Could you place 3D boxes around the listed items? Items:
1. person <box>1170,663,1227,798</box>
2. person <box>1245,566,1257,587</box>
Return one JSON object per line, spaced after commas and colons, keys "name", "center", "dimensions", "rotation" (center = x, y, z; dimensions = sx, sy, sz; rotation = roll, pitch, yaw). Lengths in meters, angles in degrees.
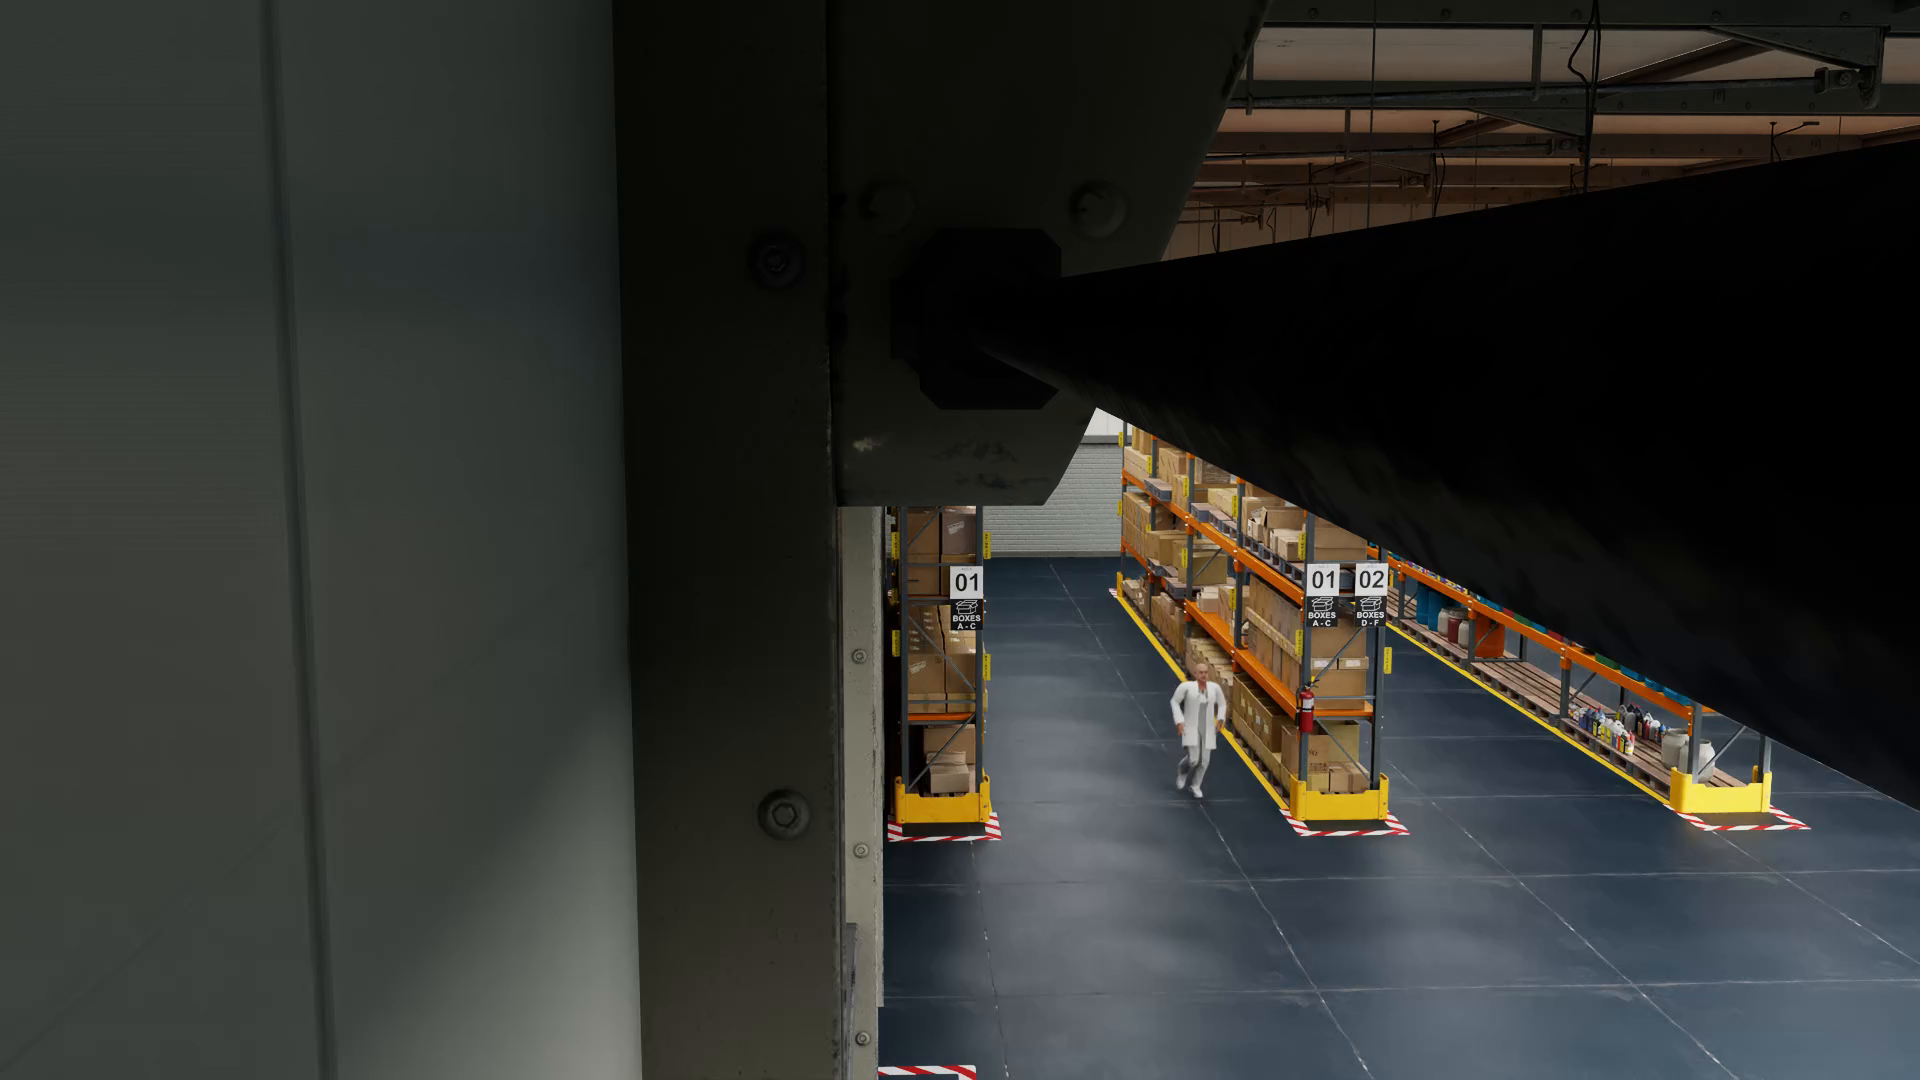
{"name": "person", "center": [3.089, 2.438, 21.379], "dimensions": [0.718, 1.736, 0.614], "rotation": [-1, 8, -9]}
{"name": "person", "center": [6.076, 0.682, 34.742], "dimensions": [0.545, 1.565, 0.527], "rotation": [-2, 8, -12]}
